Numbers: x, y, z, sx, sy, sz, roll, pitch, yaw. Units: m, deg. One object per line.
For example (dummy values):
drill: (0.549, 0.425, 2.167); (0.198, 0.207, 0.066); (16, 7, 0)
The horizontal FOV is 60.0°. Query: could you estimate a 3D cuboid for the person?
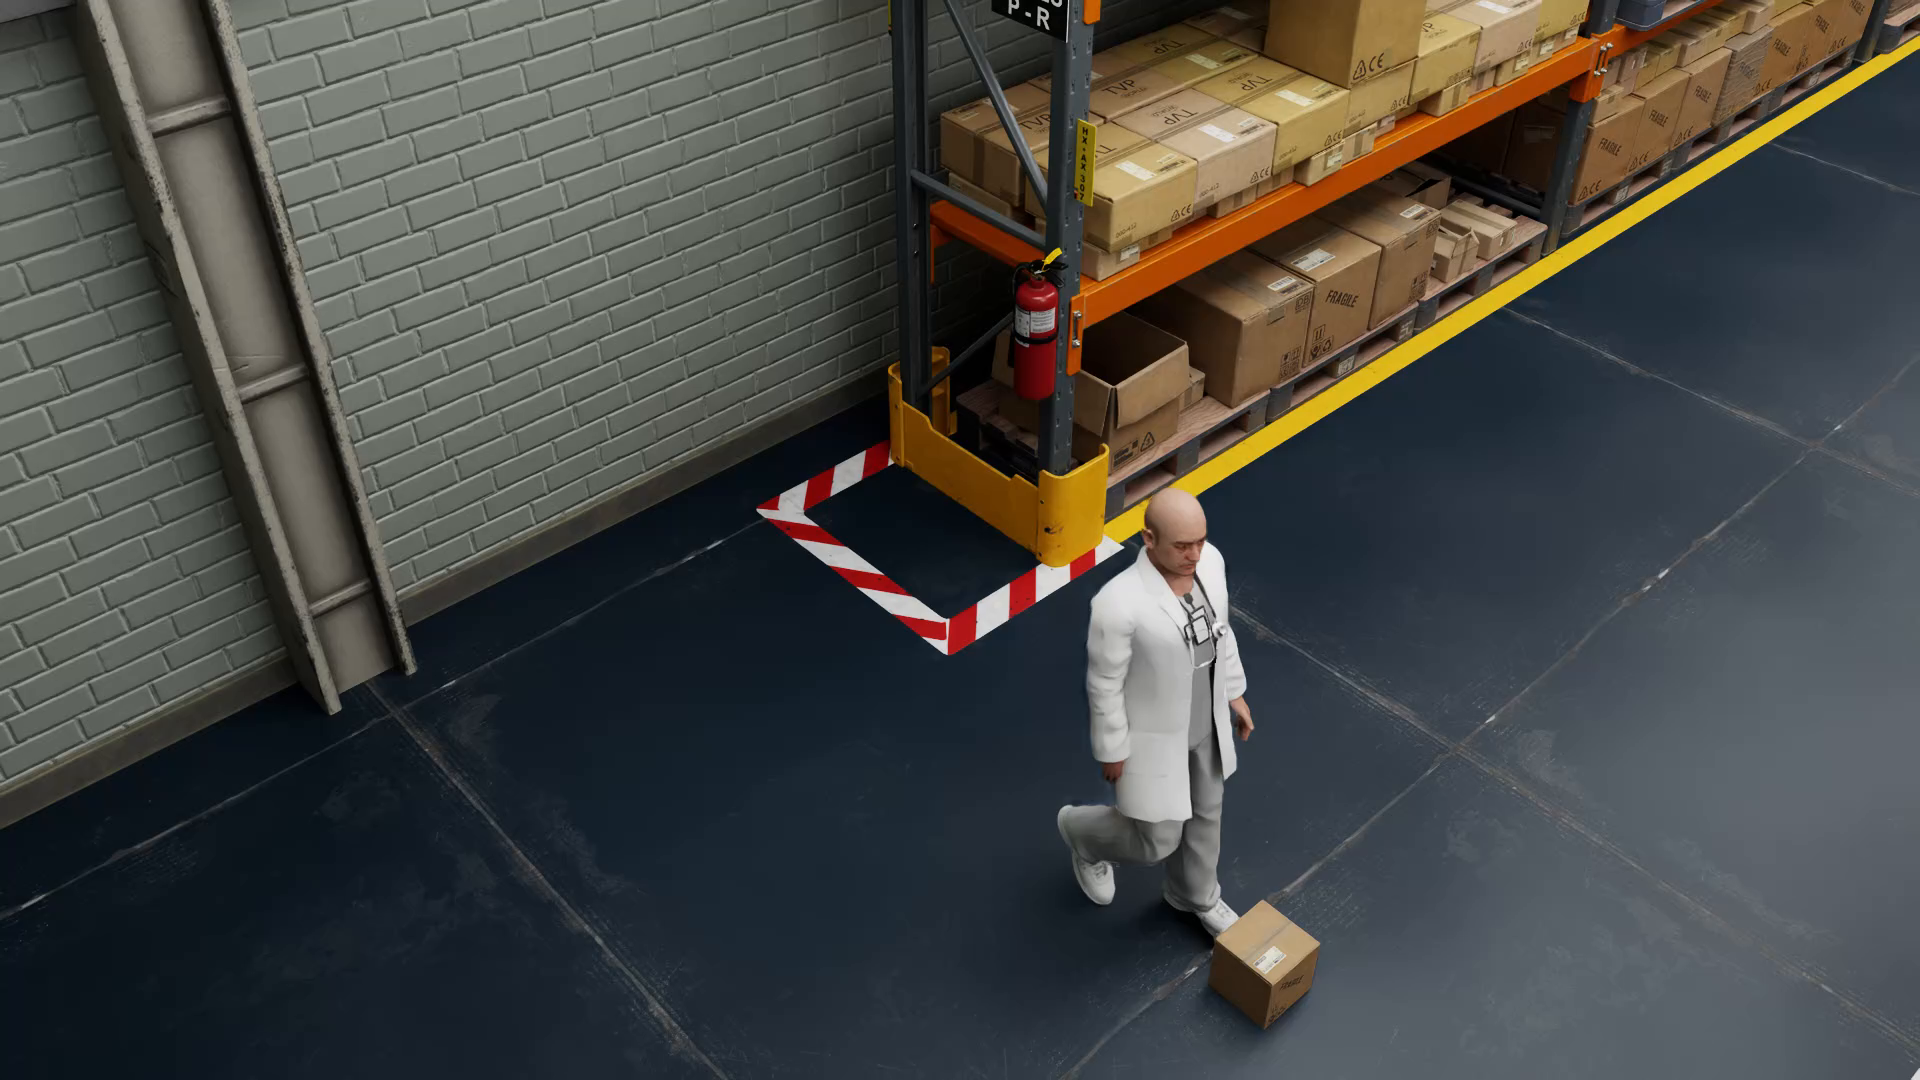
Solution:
person: (0.699, 0.606, 5.406); (0.611, 1.763, 0.740); (-30, 48, -31)
